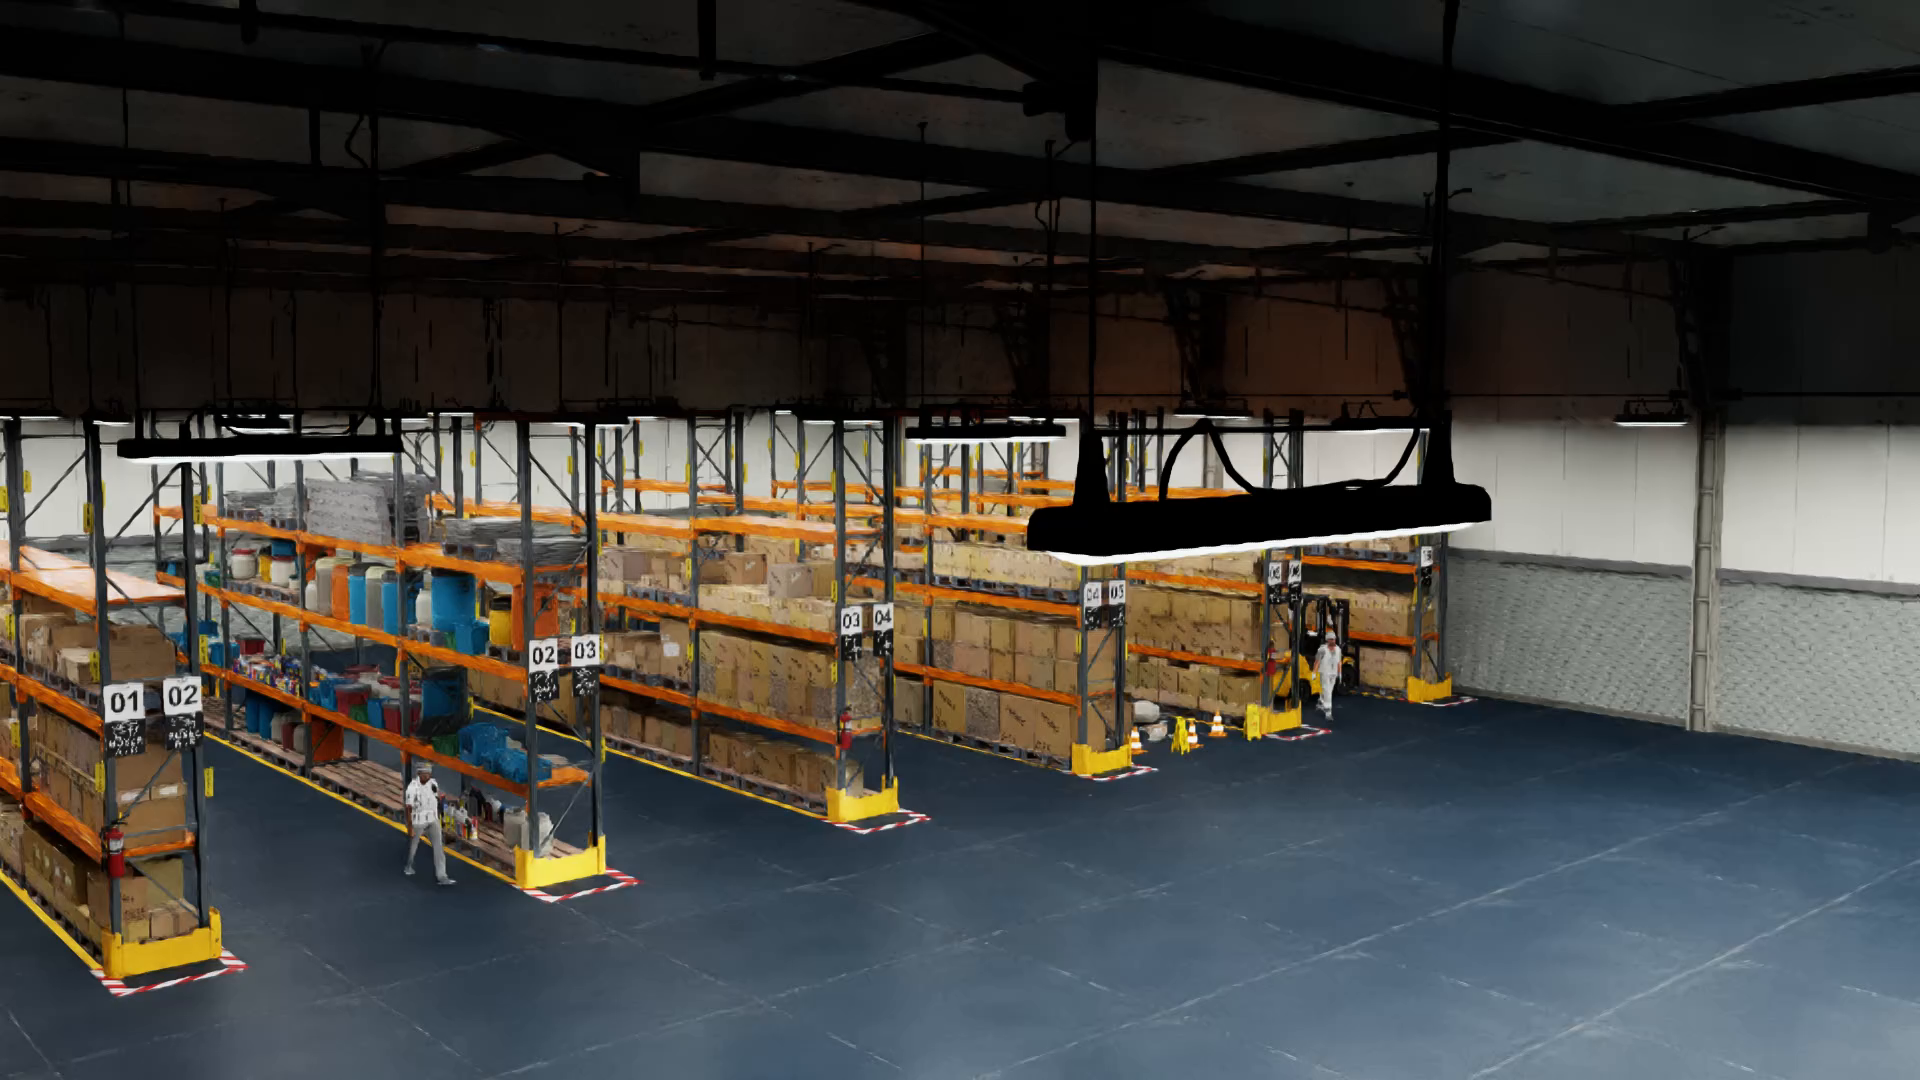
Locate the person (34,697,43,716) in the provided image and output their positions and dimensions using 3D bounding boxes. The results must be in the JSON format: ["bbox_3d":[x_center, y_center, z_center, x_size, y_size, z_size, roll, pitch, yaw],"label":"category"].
[{"bbox_3d":[-15.523,3.031,28.375,0.458,1.612,1.019,-5,7,-42],"label":"person"}]

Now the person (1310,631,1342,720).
[{"bbox_3d":[7.191,2.619,32.524,0.598,1.733,0.989,-2,5,-21],"label":"person"}]

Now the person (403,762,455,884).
[{"bbox_3d":[-6.946,3.631,21.525,0.456,1.589,1.088,-4,6,-38],"label":"person"}]

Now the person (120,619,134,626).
[{"bbox_3d":[-16.874,2.474,33.952,0.628,1.745,0.539,1,5,10],"label":"person"}]
